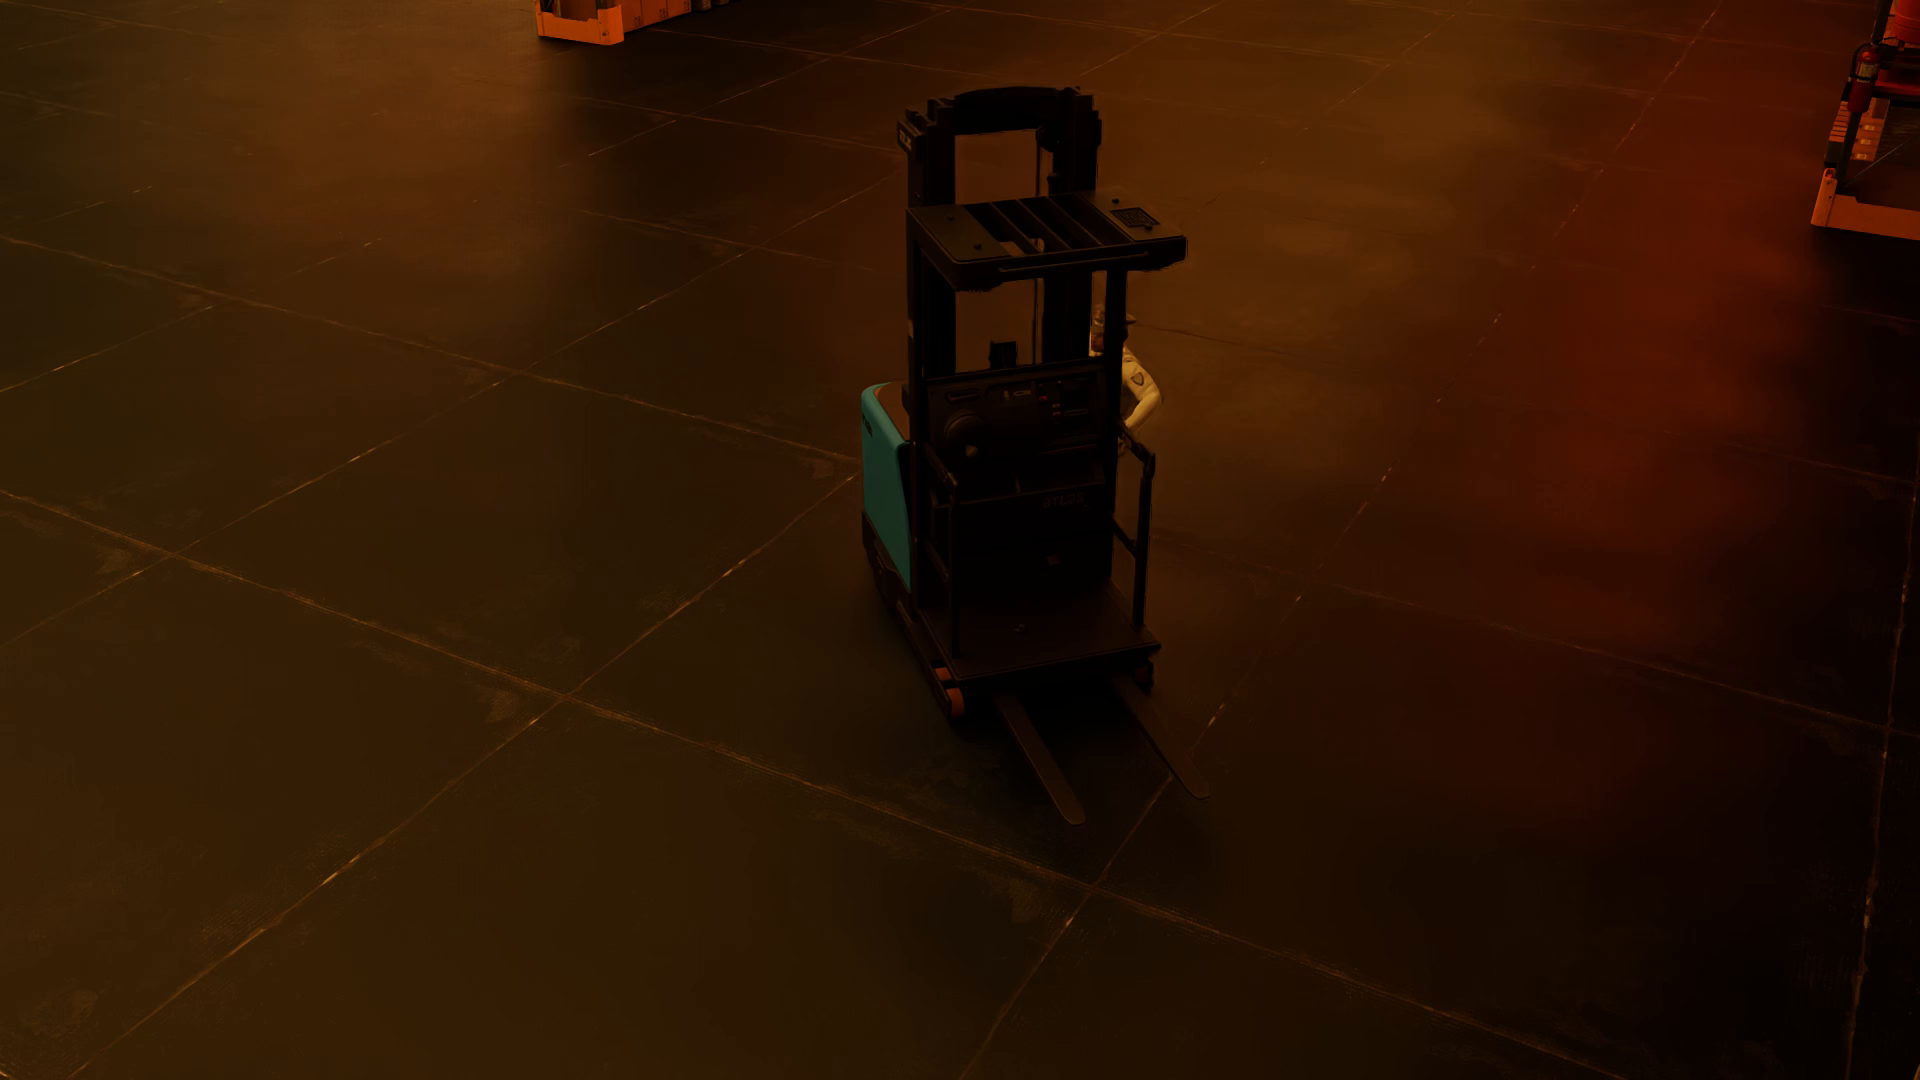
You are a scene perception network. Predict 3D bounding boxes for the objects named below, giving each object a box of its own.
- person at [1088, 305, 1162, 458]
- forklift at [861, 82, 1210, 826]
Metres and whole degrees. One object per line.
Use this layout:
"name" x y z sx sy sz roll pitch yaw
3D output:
"person" 0.665 -0.623 9.479 0.767 1.454 0.991 -13 33 -22
"forklift" 0.359 -0.582 8.080 1.130 2.935 3.031 -9 31 -15
